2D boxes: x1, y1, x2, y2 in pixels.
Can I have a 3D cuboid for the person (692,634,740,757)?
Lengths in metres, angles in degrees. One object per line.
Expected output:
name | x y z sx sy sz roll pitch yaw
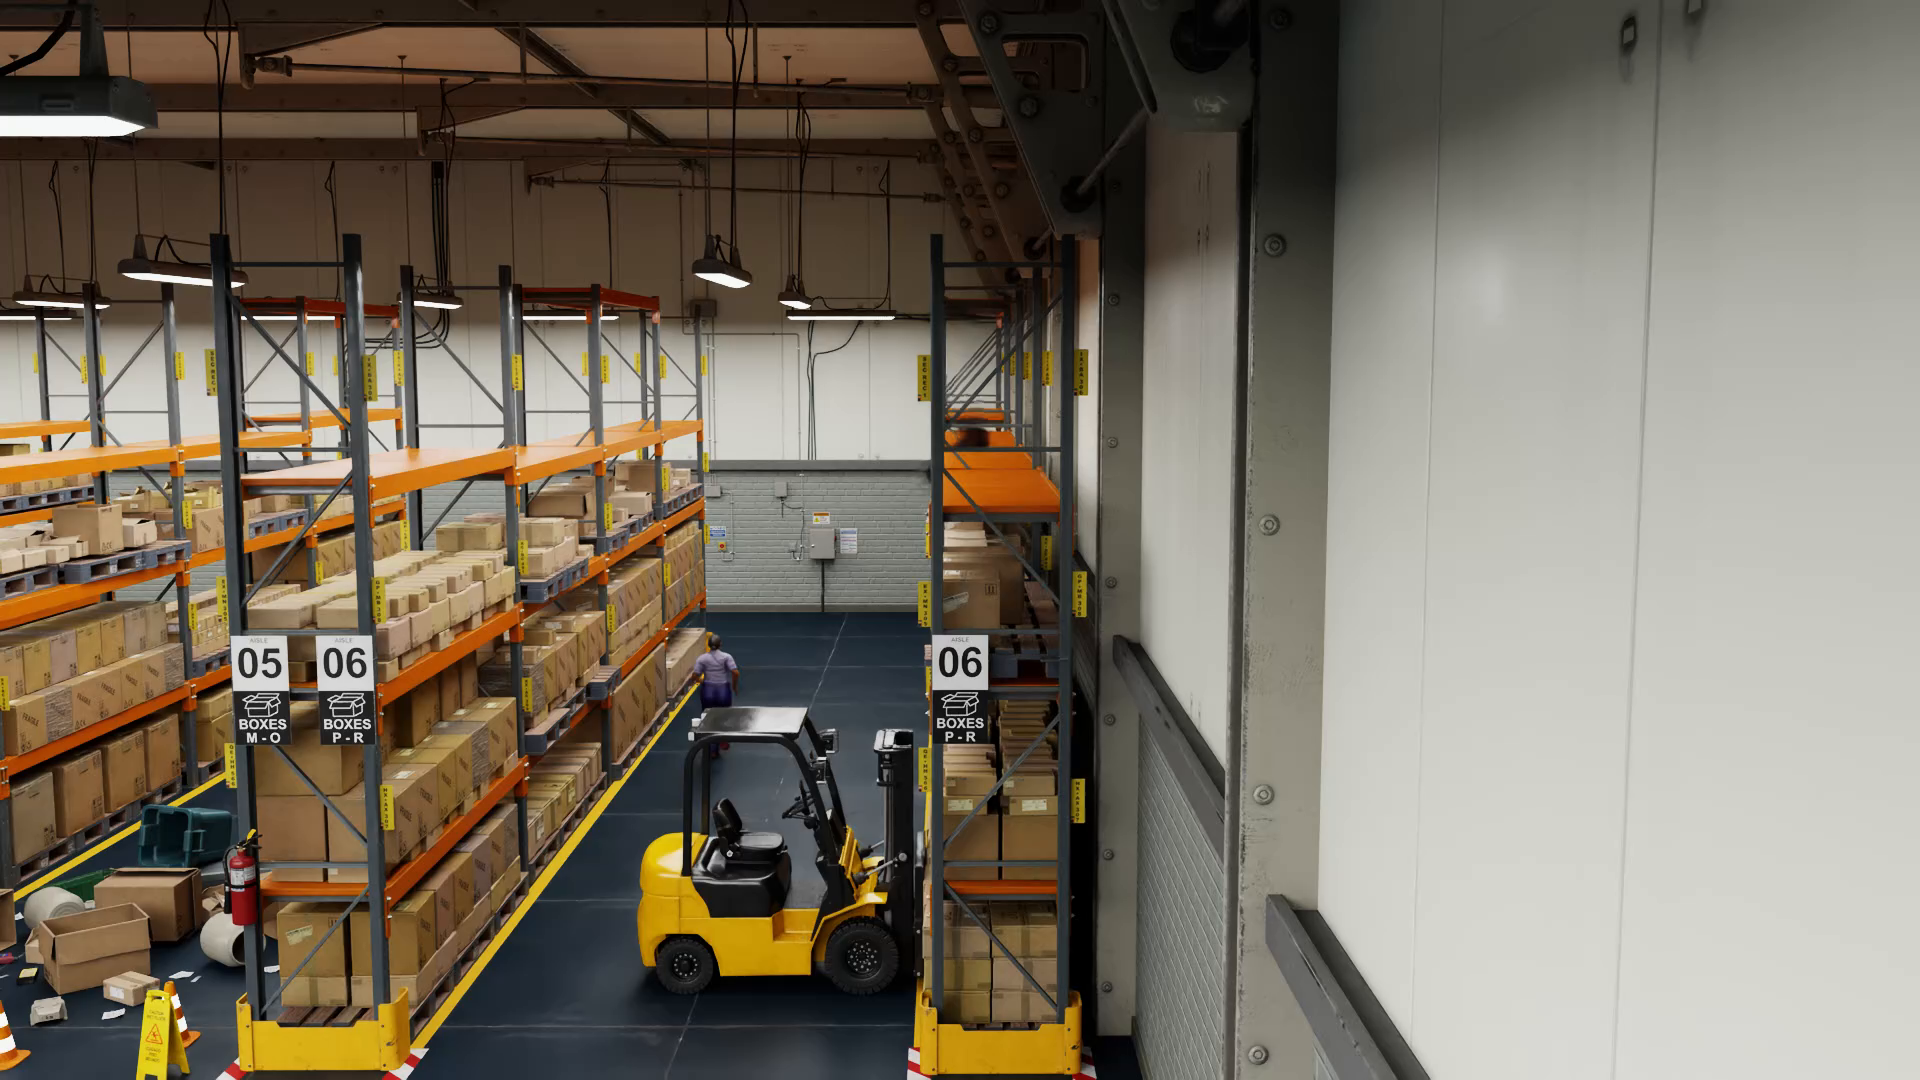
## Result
person | -3.148 2.007 21.510 0.615 1.605 0.552 0 6 -4
